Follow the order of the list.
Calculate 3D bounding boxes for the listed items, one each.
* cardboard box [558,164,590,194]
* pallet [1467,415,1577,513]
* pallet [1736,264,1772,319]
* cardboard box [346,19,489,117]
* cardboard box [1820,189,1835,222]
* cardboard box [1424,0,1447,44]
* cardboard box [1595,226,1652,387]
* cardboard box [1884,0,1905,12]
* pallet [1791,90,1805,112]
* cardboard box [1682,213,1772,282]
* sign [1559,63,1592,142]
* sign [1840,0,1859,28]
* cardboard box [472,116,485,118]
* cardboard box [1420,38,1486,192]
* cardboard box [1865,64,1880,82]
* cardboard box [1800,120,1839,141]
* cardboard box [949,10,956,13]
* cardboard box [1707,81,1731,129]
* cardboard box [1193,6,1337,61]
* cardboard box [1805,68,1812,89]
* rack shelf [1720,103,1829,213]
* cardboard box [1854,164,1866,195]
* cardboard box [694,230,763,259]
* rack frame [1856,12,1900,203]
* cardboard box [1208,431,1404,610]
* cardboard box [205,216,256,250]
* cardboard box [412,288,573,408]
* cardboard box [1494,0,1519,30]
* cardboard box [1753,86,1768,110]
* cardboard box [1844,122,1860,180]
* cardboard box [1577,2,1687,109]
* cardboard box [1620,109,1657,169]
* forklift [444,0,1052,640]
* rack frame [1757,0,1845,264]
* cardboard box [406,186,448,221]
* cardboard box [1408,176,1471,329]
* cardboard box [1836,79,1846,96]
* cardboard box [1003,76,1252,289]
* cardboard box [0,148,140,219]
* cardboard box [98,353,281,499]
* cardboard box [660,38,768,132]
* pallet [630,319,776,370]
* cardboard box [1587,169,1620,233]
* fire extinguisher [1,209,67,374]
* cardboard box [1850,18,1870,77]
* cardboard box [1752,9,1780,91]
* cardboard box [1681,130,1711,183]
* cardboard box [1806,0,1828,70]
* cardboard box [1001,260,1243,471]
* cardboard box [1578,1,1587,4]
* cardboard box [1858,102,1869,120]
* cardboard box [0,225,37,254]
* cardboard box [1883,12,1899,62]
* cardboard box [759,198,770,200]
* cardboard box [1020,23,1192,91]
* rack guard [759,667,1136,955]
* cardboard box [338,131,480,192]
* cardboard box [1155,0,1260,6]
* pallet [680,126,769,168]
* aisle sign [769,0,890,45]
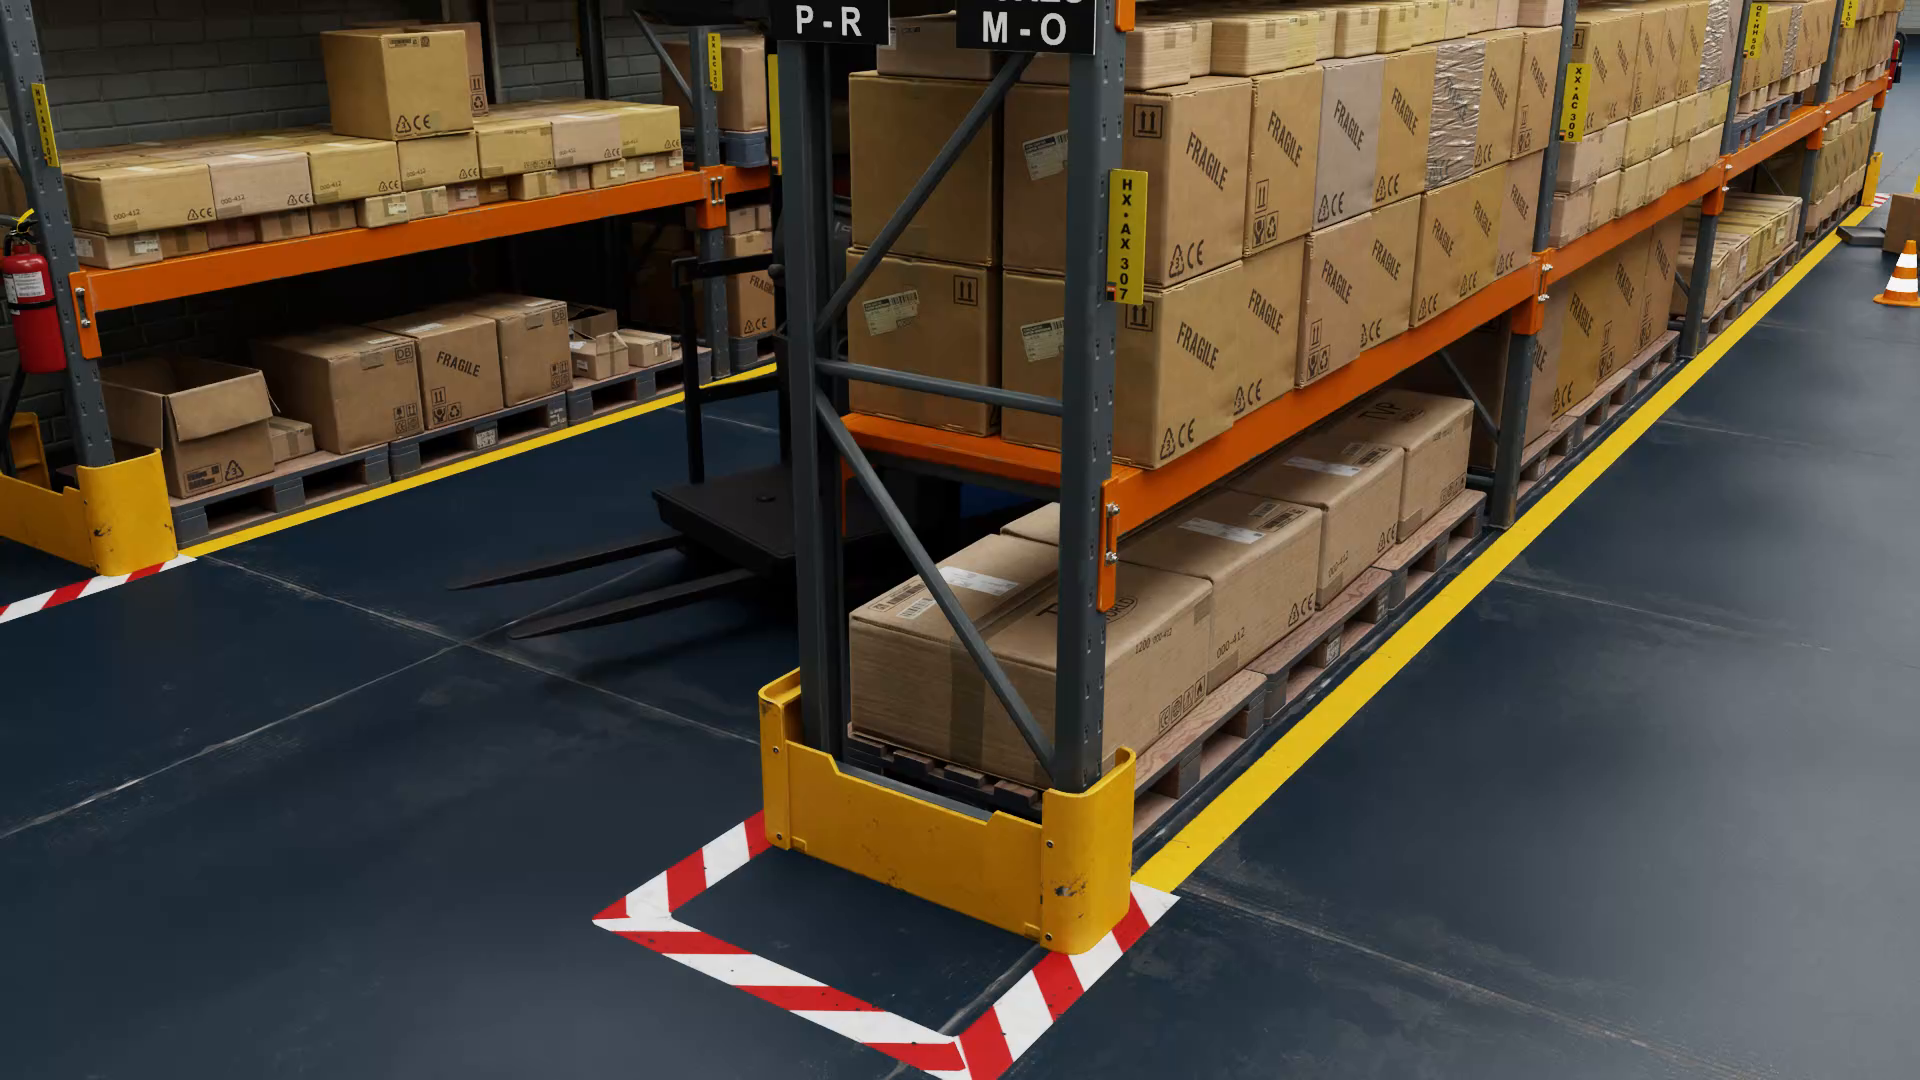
[{"bbox_3d":[-2.299,-2.038,9.314,0.380,0.149,0.250,14,24,33],"label":"cardboard box"},{"bbox_3d":[2.574,-0.486,8.776,1.003,0.211,1.213,13,24,32],"label":"pallet"},{"bbox_3d":[5.578,-1.970,12.788,1.003,0.211,1.213,13,24,32],"label":"pallet"},{"bbox_3d":[-2.961,-2.571,9.097,0.500,0.500,0.500,13,24,30],"label":"cardboard box"},{"bbox_3d":[7.546,-3.033,14.998,0.500,0.250,0.500,15,25,35],"label":"cardboard box"},{"bbox_3d":[1.522,-1.873,5.985,0.380,0.149,0.250,13,24,31],"label":"cardboard box"},{"bbox_3d":[3.490,-1.469,9.870,0.875,0.875,0.875,14,24,32],"label":"cardboard box"},{"bbox_3d":[8.350,-5.157,15.369,0.700,0.500,0.500,13,24,31],"label":"cardboard box"},{"bbox_3d":[6.150,-3.573,13.376,1.003,0.211,1.213,13,24,32],"label":"pallet"},{"bbox_3d":[5.617,-2.260,12.734,0.950,0.372,0.625,14,25,34],"label":"cardboard box"},{"bbox_3d":[2.663,-1.893,7.198,0.100,0.325,0.005,13,24,32],"label":"sign"},{"bbox_3d":[7.161,-4.289,13.368,0.100,0.325,0.005,13,24,32],"label":"sign"},{"bbox_3d":[-2.974,-2.212,9.208,0.500,0.250,0.500,14,24,33],"label":"cardboard box"},{"bbox_3d":[1.596,-1.593,6.162,0.500,0.500,0.500,14,24,33],"label":"cardboard box"},{"bbox_3d":[8.583,-4.491,15.944,0.380,0.149,0.250,14,24,33],"label":"cardboard box"},{"bbox_3d":[7.375,-3.558,14.401,0.380,0.149,0.250,14,24,33],"label":"cardboard box"},{"bbox_3d":[0.189,-1.541,5.086,0.380,0.149,0.250,13,24,31],"label":"cardboard box"},{"bbox_3d":[4.389,-2.681,10.186,0.500,0.250,0.500,13,24,32],"label":"cardboard box"},{"bbox_3d":[0.949,-1.584,5.204,0.380,0.149,0.250,14,24,32],"label":"cardboard box"},{"bbox_3d":[6.361,-3.578,12.871,0.380,0.149,0.250,13,24,31],"label":"cardboard box"},{"bbox_3d":[5.576,-2.942,12.432,1.077,0.370,4.000,13,24,32],"label":"rack shelf"},{"bbox_3d":[8.703,-3.617,16.578,0.500,0.250,0.500,13,24,32],"label":"cardboard box"},{"bbox_3d":[-1.483,-1.905,10.654,0.380,0.149,0.250,15,25,34],"label":"cardboard box"},{"bbox_3d":[8.949,-5.001,16.962,1.000,3.000,0.127,13,24,32],"label":"rack frame"},{"bbox_3d":[1.258,-0.137,6.900,0.875,0.438,0.875,12,24,30],"label":"cardboard box"},{"bbox_3d":[-3.518,-1.465,7.763,0.380,0.149,0.250,13,24,31],"label":"cardboard box"},{"bbox_3d":[-2.634,-1.095,9.398,0.700,0.500,0.500,12,24,30],"label":"cardboard box"},{"bbox_3d":[2.055,-2.173,6.796,0.380,0.149,0.250,14,24,33],"label":"cardboard box"},{"bbox_3d":[5.338,-3.061,11.473,0.380,0.149,0.250,13,24,32],"label":"cardboard box"},{"bbox_3d":[8.134,-3.686,15.682,0.500,0.500,0.500,13,24,31],"label":"cardboard box"},{"bbox_3d":[3.520,-2.588,8.854,0.500,0.500,0.500,13,24,31],"label":"cardboard box"},{"bbox_3d":[3.259,-2.088,8.582,0.500,0.250,0.500,14,24,32],"label":"cardboard box"},{"bbox_3d":[-0.661,-1.215,6.826,3.031,2.935,1.130,-15,25,-35],"label":"forklift"},{"bbox_3d":[6.700,-3.853,13.859,1.000,3.000,0.127,13,24,32],"label":"rack frame"},{"bbox_3d":[-2.845,-1.740,8.507,0.380,0.149,0.250,14,24,33],"label":"cardboard box"},{"bbox_3d":[1.598,-1.126,6.342,0.500,0.500,0.500,13,24,31],"label":"cardboard box"},{"bbox_3d":[7.534,-3.992,14.597,0.380,0.149,0.250,14,25,33],"label":"cardboard box"},{"bbox_3d":[0.460,-1.008,4.582,0.500,0.500,0.500,13,24,31],"label":"cardboard box"},{"bbox_3d":[-4.114,-1.630,7.636,0.500,0.250,0.500,14,25,33],"label":"cardboard box"},{"bbox_3d":[-3.731,-0.561,7.950,0.797,0.503,0.637,12,24,30],"label":"cardboard box"},{"bbox_3d":[-1.447,-2.864,10.435,0.700,0.500,0.500,14,24,33],"label":"cardboard box"},{"bbox_3d":[-1.478,-1.458,11.402,1.003,0.211,1.213,13,24,32],"label":"pallet"},{"bbox_3d":[2.958,-1.711,8.284,0.500,0.250,0.500,13,24,31],"label":"cardboard box"},{"bbox_3d":[-3.853,-1.034,6.885,0.296,0.674,0.183,13,24,32],"label":"fire extinguisher"},{"bbox_3d":[7.734,-4.402,14.769,0.500,0.500,0.500,13,24,31],"label":"cardboard box"},{"bbox_3d":[5.183,-3.324,11.249,0.500,0.500,0.500,15,25,35],"label":"cardboard box"},{"bbox_3d":[4.108,-2.290,9.848,0.500,0.250,0.500,14,24,33],"label":"cardboard box"},{"bbox_3d":[6.353,-3.917,12.853,0.500,0.500,0.500,13,24,32],"label":"cardboard box"},{"bbox_3d":[0.462,-0.539,4.754,0.500,0.500,0.500,13,24,31],"label":"cardboard box"},{"bbox_3d":[3.111,-2.694,9.139,0.500,0.500,0.500,14,24,33],"label":"cardboard box"},{"bbox_3d":[8.419,-4.094,15.851,0.380,0.149,0.250,14,24,33],"label":"cardboard box"},{"bbox_3d":[-4.189,-1.407,7.607,0.380,0.149,0.250,13,24,31],"label":"cardboard box"},{"bbox_3d":[8.871,-4.978,16.326,0.500,0.500,0.500,13,24,31],"label":"cardboard box"},{"bbox_3d":[-1.341,-2.311,11.751,0.380,0.149,0.250,14,25,33],"label":"cardboard box"},{"bbox_3d":[0.383,-1.278,4.377,0.380,0.149,0.250,14,24,33],"label":"cardboard box"},{"bbox_3d":[-0.059,0.769,4.966,1.175,0.500,0.348,13,24,32],"label":"rack guard"},{"bbox_3d":[-2.840,-1.966,8.543,0.500,0.250,0.500,13,24,30],"label":"cardboard box"},{"bbox_3d":[0.825,-1.821,5.844,0.380,0.149,0.250,14,25,34],"label":"cardboard box"},{"bbox_3d":[-1.365,-2.643,10.863,1.003,0.211,1.213,13,24,32],"label":"pallet"},{"bbox_3d":[-0.342,-1.669,4.207,0.394,0.787,0.004,13,24,32],"label":"aisle sign"}]
